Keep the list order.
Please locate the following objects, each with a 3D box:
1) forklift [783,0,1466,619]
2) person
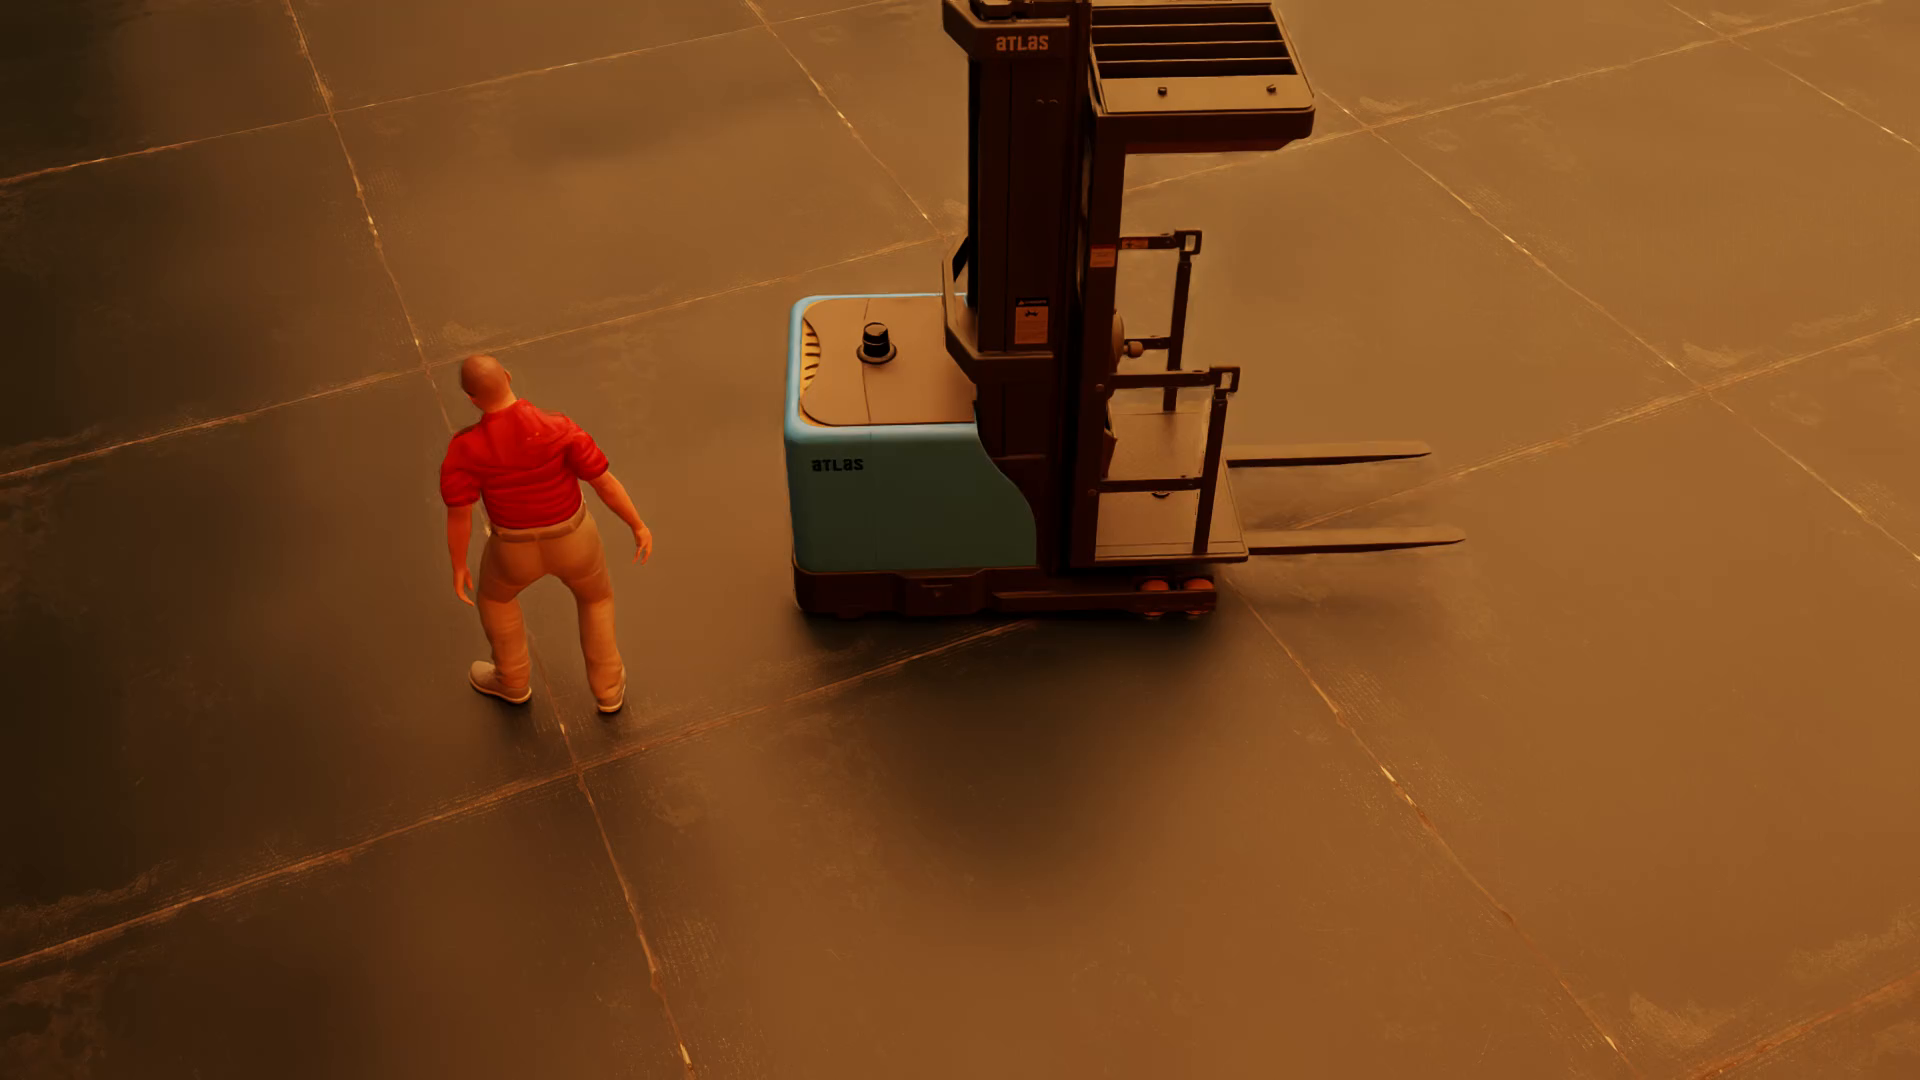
[{"bbox_3d":[0.759,-1.095,6.853,3.031,2.935,1.130,-2,43,-2],"label":"forklift"},{"bbox_3d":[-1.667,0.017,6.601,0.879,1.704,0.425,-7,43,-7],"label":"person"}]
